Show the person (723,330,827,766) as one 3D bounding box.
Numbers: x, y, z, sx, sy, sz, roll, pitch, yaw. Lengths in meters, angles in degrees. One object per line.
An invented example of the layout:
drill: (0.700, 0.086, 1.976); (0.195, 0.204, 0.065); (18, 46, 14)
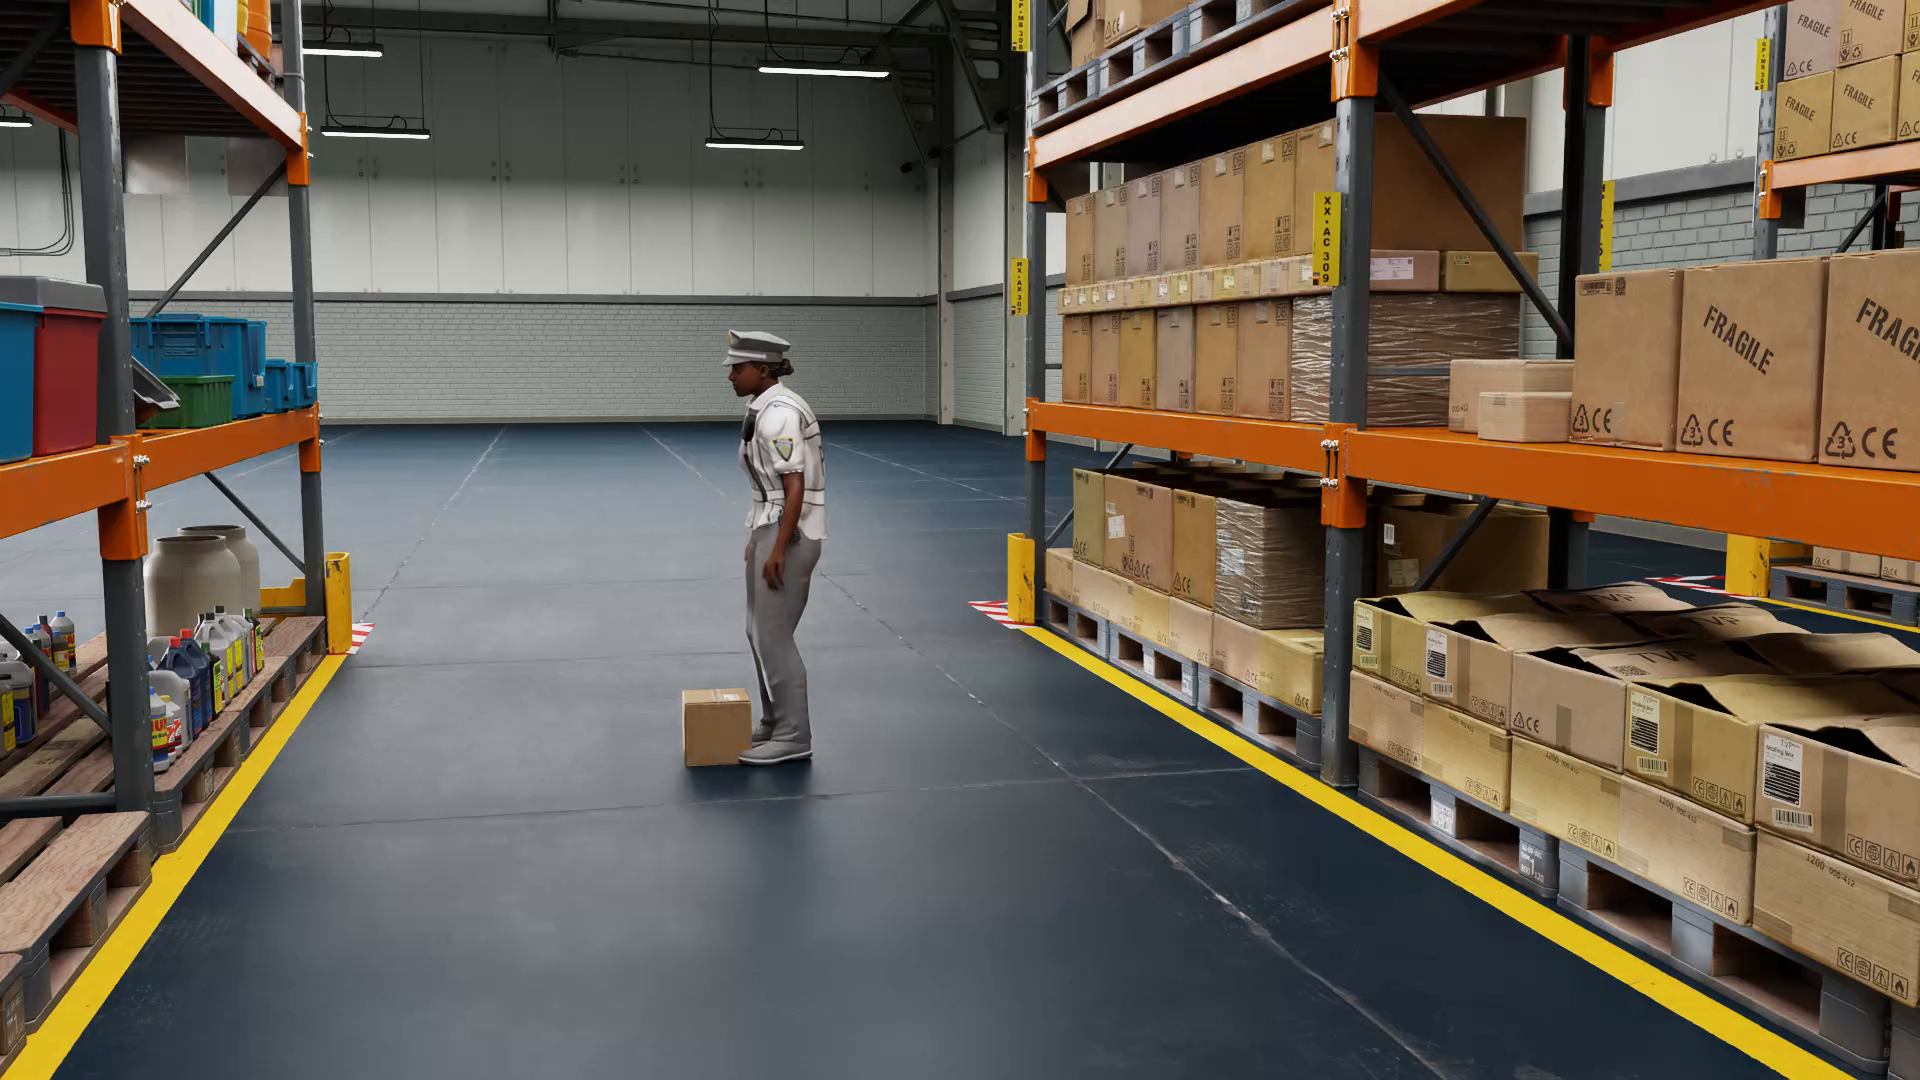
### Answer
person: (-0.725, 0.020, 6.480); (0.391, 1.664, 0.531); (-2, 7, -16)
